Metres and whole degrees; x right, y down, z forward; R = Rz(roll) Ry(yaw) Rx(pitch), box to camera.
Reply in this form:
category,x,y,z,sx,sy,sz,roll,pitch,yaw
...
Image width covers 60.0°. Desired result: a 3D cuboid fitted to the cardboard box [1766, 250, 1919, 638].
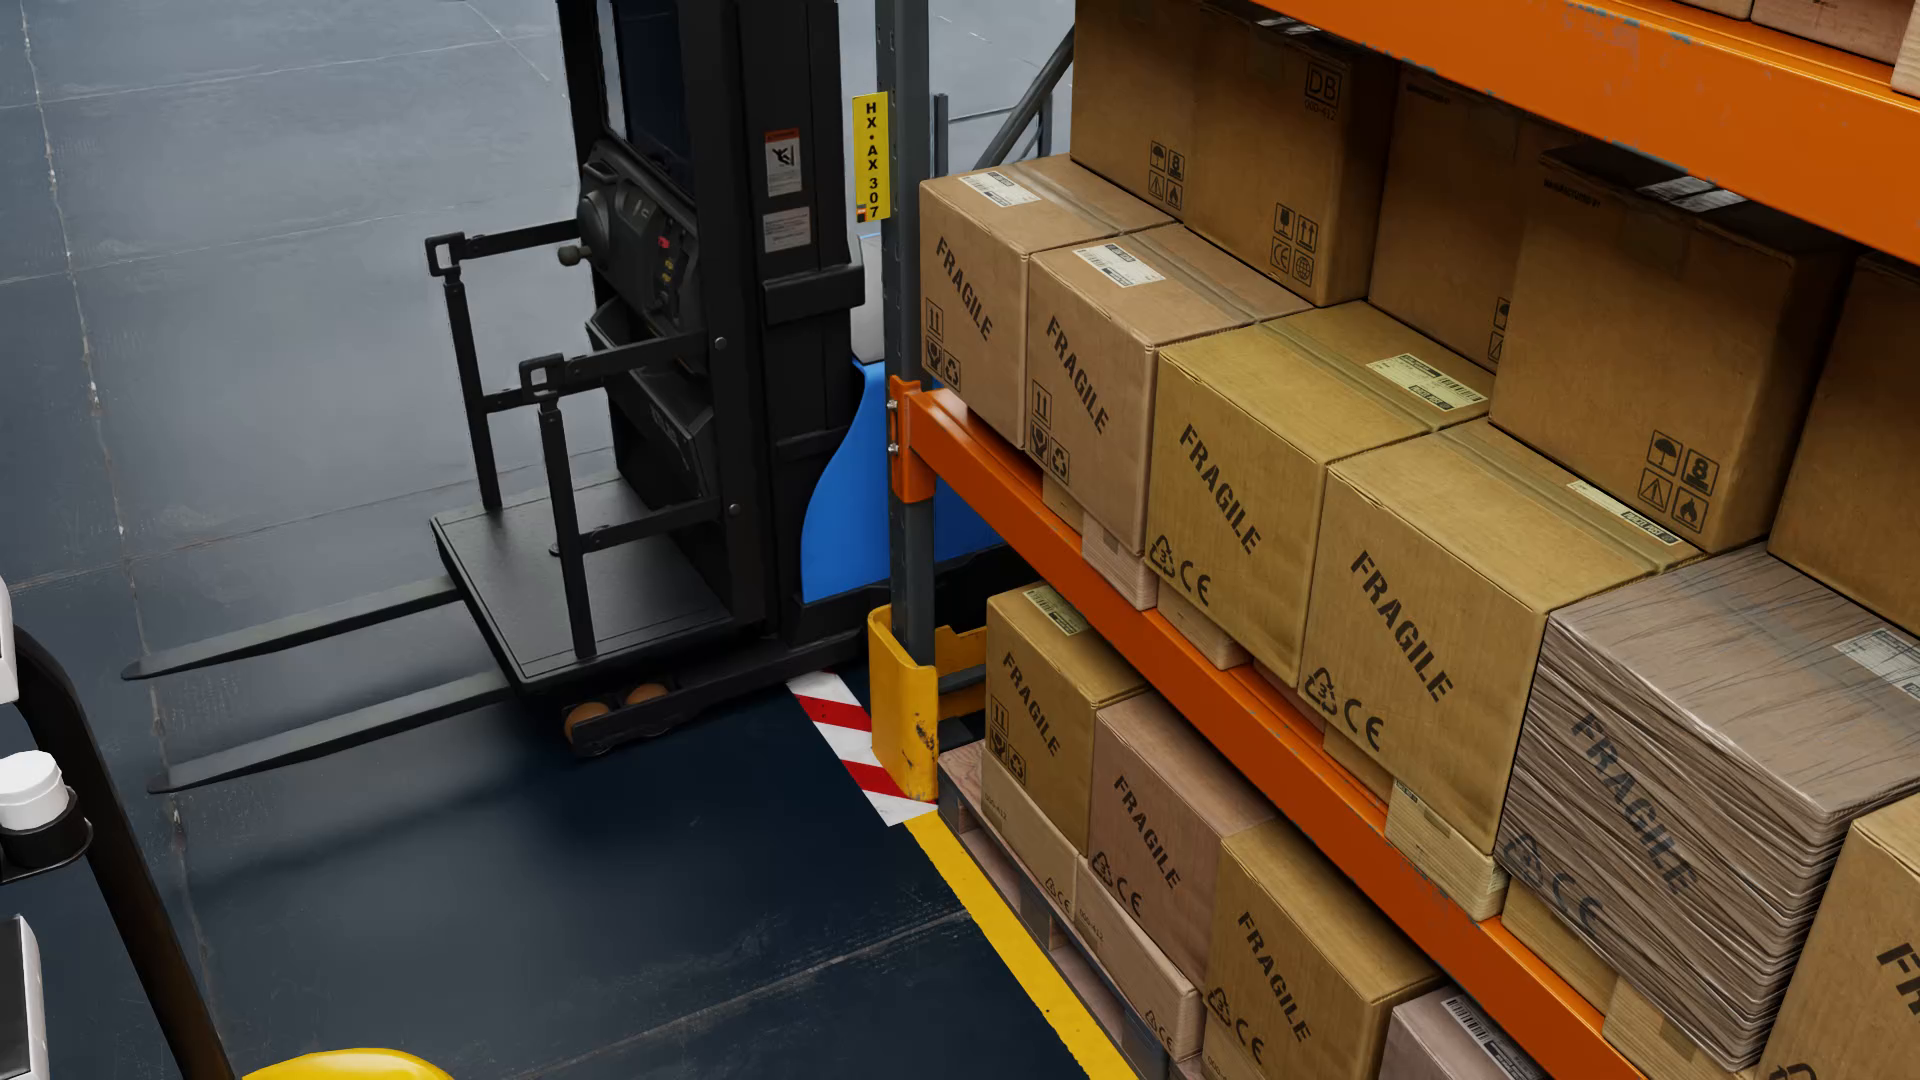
category,x,y,z,sx,sy,sz,roll,pitch,yaw
cardboard box,1.685,-0.166,2.433,0.700,0.500,0.500,-17,36,-24

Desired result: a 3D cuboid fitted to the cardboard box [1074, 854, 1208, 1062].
category,x,y,z,sx,sy,sz,roll,pitch,yaw
cardboard box,0.626,0.955,4.138,0.500,0.250,0.500,-15,35,-21

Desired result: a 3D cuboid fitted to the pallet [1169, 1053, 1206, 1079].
category,x,y,z,sx,sy,sz,roll,pitch,yaw
pallet,1.211,1.463,3.771,1.003,0.211,1.213,-16,36,-23

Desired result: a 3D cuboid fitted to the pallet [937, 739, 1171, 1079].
category,x,y,z,sx,sy,sz,roll,pitch,yaw
pallet,0.646,0.881,4.679,1.003,0.211,1.213,-16,36,-23

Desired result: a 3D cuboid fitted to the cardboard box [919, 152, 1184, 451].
category,x,y,z,sx,sy,sz,roll,pitch,yaw
cardboard box,0.238,-0.597,4.034,0.500,0.500,0.500,-16,36,-24

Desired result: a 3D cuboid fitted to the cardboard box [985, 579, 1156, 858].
category,x,y,z,sx,sy,sz,roll,pitch,yaw
cardboard box,0.406,0.405,4.302,0.500,0.500,0.500,-17,36,-25

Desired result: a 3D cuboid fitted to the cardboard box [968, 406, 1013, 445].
category,x,y,z,sx,sy,sz,roll,pitch,yaw
cardboard box,0.238,-0.406,4.336,0.380,0.149,0.250,-16,36,-23

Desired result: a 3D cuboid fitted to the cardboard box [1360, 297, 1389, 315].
category,x,y,z,sx,sy,sz,roll,pitch,yaw
cardboard box,0.989,-0.463,3.824,0.500,0.500,0.500,-16,36,-23

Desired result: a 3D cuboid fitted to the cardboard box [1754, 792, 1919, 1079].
category,x,y,z,sx,sy,sz,roll,pitch,yaw
cardboard box,1.455,0.622,2.130,0.500,0.500,0.500,-15,35,-22

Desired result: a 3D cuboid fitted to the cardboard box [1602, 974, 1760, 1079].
category,x,y,z,sx,sy,sz,roll,pitch,yaw
cardboard box,1.232,0.728,2.566,0.380,0.149,0.250,-16,36,-24

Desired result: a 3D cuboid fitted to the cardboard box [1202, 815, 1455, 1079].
category,x,y,z,sx,sy,sz,roll,pitch,yaw
cardboard box,0.880,0.895,3.537,0.500,0.500,0.500,-15,36,-22

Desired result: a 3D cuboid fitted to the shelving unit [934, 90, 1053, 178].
category,x,y,z,sx,sy,sz,roll,pitch,yaw
shelving unit,0.391,-0.795,6.100,0.538,1.500,1.048,-18,37,-26

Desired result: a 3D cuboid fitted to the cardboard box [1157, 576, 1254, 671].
category,x,y,z,sx,sy,sz,roll,pitch,yaw
cardboard box,0.648,0.106,3.537,0.380,0.149,0.250,-15,36,-22

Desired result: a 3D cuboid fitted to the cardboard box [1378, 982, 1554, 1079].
category,x,y,z,sx,sy,sz,roll,pitch,yaw
cardboard box,1.137,1.148,3.142,0.500,0.500,0.500,-14,35,-21

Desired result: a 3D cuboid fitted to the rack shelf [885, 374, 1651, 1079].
category,x,y,z,sx,sy,sz,roll,pitch,yaw
rack shelf,1.195,0.531,3.307,1.077,0.370,4.000,-16,36,-23

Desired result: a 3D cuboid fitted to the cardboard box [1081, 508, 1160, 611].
category,x,y,z,sx,sy,sz,roll,pitch,yaw
cardboard box,0.498,-0.009,3.717,0.380,0.149,0.250,-15,36,-22

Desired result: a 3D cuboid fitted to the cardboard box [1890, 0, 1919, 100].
category,x,y,z,sx,sy,sz,roll,pitch,yaw
cardboard box,1.244,-0.543,1.769,0.380,0.149,0.250,-15,36,-22

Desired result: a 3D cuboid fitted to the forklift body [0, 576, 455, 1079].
category,x,y,z,sx,sy,sz,roll,pitch,yaw
forklift body,-1.629,1.328,2.184,2.313,2.155,1.214,-16,36,-23

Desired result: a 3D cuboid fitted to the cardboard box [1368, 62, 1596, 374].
category,x,y,z,sx,sy,sz,roll,pitch,yaw
cardboard box,1.252,-0.664,3.211,0.700,0.500,0.500,-16,36,-24

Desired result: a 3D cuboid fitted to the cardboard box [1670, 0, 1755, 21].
category,x,y,z,sx,sy,sz,roll,pitch,yaw
cardboard box,1.074,-0.810,2.186,0.380,0.149,0.250,-16,36,-24

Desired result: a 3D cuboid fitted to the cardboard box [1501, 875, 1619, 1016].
category,x,y,z,sx,sy,sz,roll,pitch,yaw
cardboard box,1.139,0.598,2.768,0.380,0.149,0.250,-17,36,-24

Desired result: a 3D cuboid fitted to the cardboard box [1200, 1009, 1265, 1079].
category,x,y,z,sx,sy,sz,roll,pitch,yaw
cardboard box,0.891,1.212,3.737,0.500,0.250,0.500,-13,35,-20

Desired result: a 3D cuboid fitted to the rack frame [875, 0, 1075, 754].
category,x,y,z,sx,sy,sz,roll,pitch,yaw
rack frame,0.263,-0.726,4.602,1.000,3.000,0.127,-16,36,-23

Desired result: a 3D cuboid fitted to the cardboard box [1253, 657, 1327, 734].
category,x,y,z,sx,sy,sz,roll,pitch,yaw
cardboard box,0.825,0.217,3.364,0.380,0.149,0.250,-15,35,-22

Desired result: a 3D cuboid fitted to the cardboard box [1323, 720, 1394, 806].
category,x,y,z,sx,sy,sz,roll,pitch,yaw
cardboard box,0.921,0.350,3.156,0.380,0.149,0.250,-17,36,-24

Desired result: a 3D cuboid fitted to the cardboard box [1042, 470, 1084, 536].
category,x,y,z,sx,sy,sz,roll,pitch,yaw
cardboard box,0.420,-0.142,3.924,0.380,0.149,0.250,-17,36,-25

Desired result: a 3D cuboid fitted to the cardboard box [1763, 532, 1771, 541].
category,x,y,z,sx,sy,sz,roll,pitch,yaw
cardboard box,1.439,0.023,3.065,0.500,0.500,0.500,-15,36,-23

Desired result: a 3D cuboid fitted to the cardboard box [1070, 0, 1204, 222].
category,x,y,z,sx,sy,sz,roll,pitch,yaw
cardboard box,0.694,-1.125,3.931,0.700,0.500,0.500,-17,36,-24

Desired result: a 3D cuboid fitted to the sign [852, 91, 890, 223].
category,x,y,z,sx,sy,sz,roll,pitch,yaw
sign,-0.217,-0.954,4.156,0.100,0.325,0.005,-16,36,-23

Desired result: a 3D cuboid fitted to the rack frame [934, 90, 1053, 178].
category,x,y,z,sx,sy,sz,roll,pitch,yaw
rack frame,0.126,-1.029,6.465,0.500,1.500,0.032,-18,37,-26

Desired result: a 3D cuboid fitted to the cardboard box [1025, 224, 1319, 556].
category,x,y,z,sx,sy,sz,roll,pitch,yaw
cardboard box,0.483,-0.351,3.649,0.500,0.500,0.500,-15,35,-22

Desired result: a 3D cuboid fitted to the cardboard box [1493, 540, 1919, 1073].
category,x,y,z,sx,sy,sz,roll,pitch,yaw
cardboard box,1.209,0.376,2.514,0.500,0.500,0.500,-15,36,-22

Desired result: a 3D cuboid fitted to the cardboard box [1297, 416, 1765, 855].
category,x,y,z,sx,sy,sz,roll,pitch,yaw
cardboard box,0.966,0.132,2.894,0.500,0.500,0.500,-17,36,-24

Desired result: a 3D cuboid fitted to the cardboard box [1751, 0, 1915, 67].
category,x,y,z,sx,sy,sz,roll,pitch,yaw
cardboard box,1.197,-0.688,1.995,0.380,0.149,0.250,-15,36,-22

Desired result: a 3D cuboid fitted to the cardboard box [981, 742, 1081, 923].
category,x,y,z,sx,sy,sz,roll,pitch,yaw
cardboard box,0.394,0.710,4.521,0.500,0.250,0.500,-16,36,-23

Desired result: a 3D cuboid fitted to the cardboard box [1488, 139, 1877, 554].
category,x,y,z,sx,sy,sz,roll,pitch,yaw
cardboard box,1.362,-0.391,2.785,0.700,0.500,0.500,-16,36,-23

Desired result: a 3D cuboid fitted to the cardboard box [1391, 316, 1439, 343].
category,x,y,z,sx,sy,sz,roll,pitch,yaw
cardboard box,1.219,-0.224,3.450,0.500,0.500,0.500,-16,36,-23

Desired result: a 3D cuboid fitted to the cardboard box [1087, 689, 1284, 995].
category,x,y,z,sx,sy,sz,roll,pitch,yaw
cardboard box,0.653,0.653,3.914,0.500,0.500,0.500,-17,36,-25

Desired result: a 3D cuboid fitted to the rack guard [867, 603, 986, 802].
category,x,y,z,sx,sy,sz,roll,pitch,yaw
rack guard,0.298,0.363,5.220,1.175,0.500,0.348,-16,36,-23

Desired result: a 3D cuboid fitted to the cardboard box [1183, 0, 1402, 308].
category,x,y,z,sx,sy,sz,roll,pitch,yaw
cardboard box,0.923,-0.882,3.551,0.700,0.500,0.500,-16,36,-23

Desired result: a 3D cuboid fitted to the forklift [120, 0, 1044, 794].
category,x,y,z,sx,sy,sz,roll,pitch,yaw
forklift,-1.146,-0.886,4.915,3.031,2.935,1.130,-17,36,-24

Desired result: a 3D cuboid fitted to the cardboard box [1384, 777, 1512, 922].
category,x,y,z,sx,sy,sz,roll,pitch,yaw
cardboard box,0.987,0.485,2.946,0.380,0.149,0.250,-16,36,-23

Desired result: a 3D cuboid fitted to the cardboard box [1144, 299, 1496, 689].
category,x,y,z,sx,sy,sz,roll,pitch,yaw
cardboard box,0.721,-0.108,3.270,0.500,0.500,0.500,-17,36,-24
